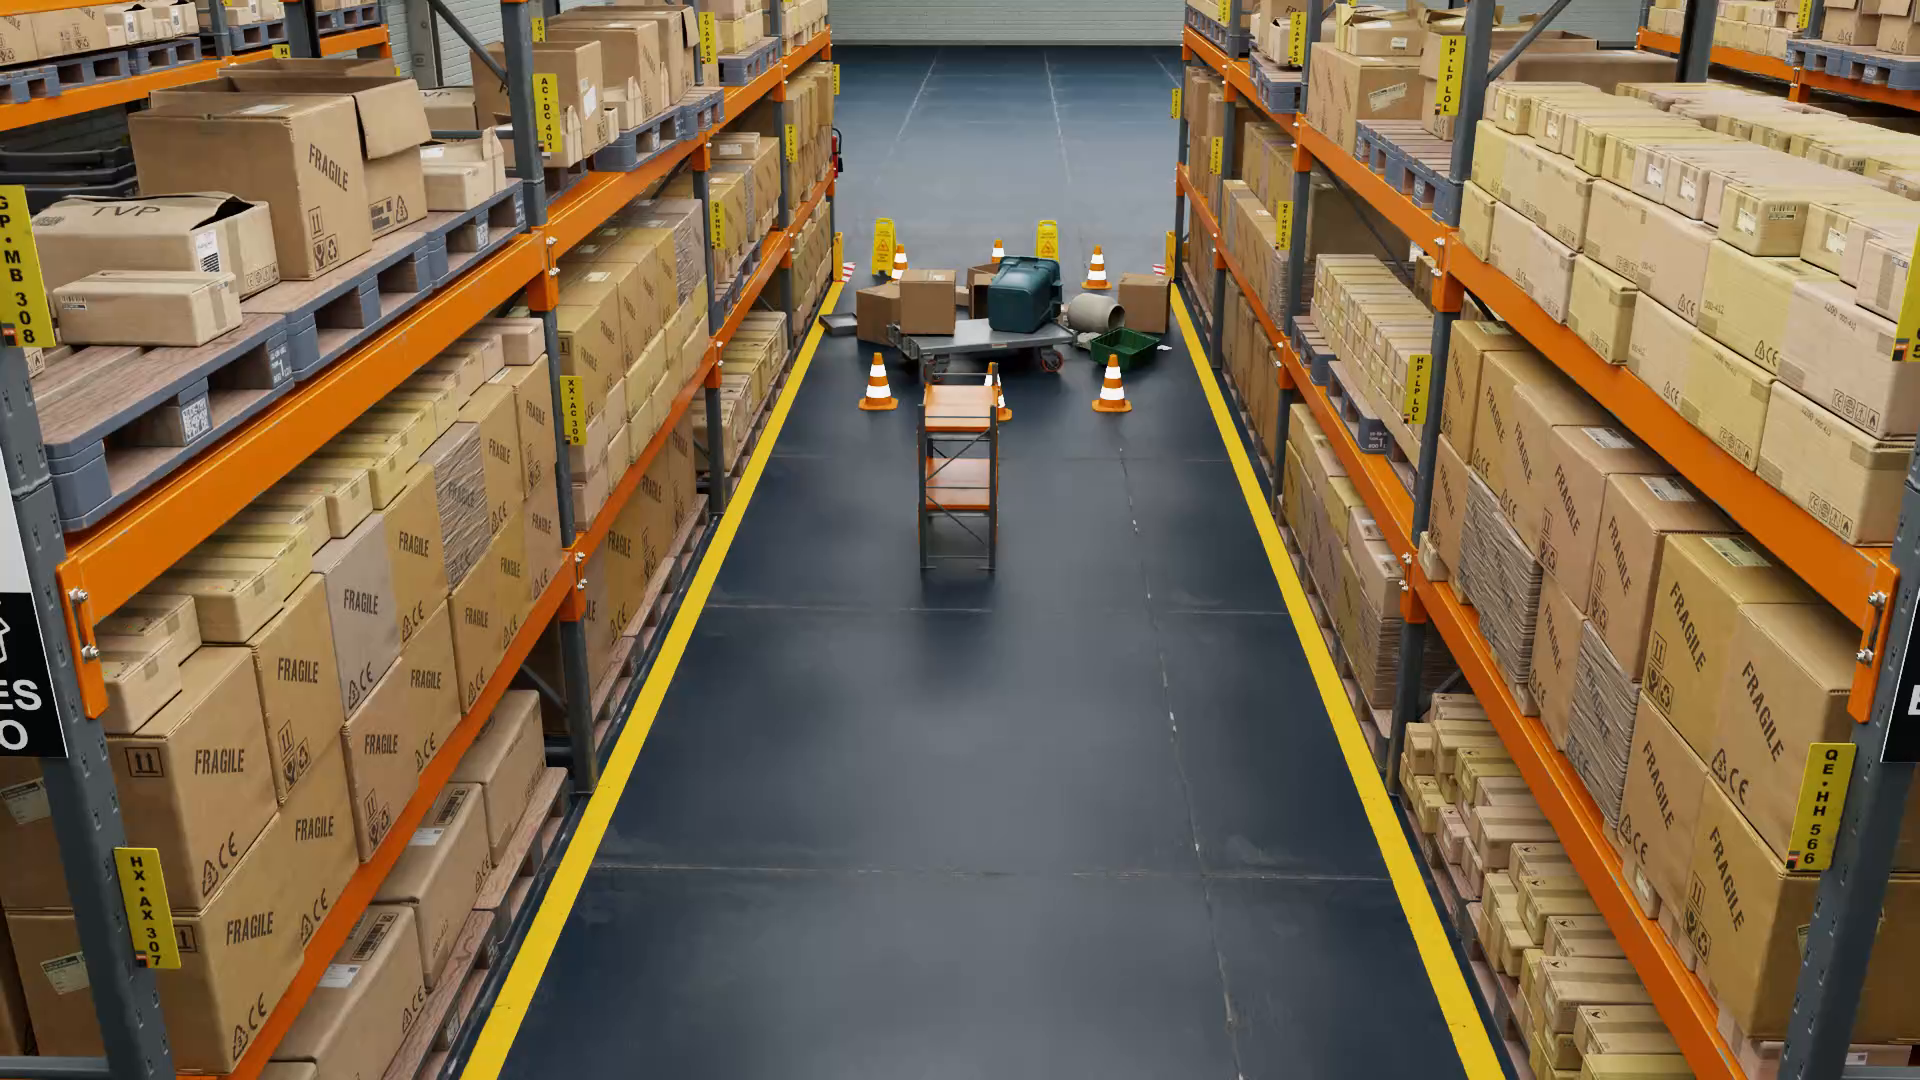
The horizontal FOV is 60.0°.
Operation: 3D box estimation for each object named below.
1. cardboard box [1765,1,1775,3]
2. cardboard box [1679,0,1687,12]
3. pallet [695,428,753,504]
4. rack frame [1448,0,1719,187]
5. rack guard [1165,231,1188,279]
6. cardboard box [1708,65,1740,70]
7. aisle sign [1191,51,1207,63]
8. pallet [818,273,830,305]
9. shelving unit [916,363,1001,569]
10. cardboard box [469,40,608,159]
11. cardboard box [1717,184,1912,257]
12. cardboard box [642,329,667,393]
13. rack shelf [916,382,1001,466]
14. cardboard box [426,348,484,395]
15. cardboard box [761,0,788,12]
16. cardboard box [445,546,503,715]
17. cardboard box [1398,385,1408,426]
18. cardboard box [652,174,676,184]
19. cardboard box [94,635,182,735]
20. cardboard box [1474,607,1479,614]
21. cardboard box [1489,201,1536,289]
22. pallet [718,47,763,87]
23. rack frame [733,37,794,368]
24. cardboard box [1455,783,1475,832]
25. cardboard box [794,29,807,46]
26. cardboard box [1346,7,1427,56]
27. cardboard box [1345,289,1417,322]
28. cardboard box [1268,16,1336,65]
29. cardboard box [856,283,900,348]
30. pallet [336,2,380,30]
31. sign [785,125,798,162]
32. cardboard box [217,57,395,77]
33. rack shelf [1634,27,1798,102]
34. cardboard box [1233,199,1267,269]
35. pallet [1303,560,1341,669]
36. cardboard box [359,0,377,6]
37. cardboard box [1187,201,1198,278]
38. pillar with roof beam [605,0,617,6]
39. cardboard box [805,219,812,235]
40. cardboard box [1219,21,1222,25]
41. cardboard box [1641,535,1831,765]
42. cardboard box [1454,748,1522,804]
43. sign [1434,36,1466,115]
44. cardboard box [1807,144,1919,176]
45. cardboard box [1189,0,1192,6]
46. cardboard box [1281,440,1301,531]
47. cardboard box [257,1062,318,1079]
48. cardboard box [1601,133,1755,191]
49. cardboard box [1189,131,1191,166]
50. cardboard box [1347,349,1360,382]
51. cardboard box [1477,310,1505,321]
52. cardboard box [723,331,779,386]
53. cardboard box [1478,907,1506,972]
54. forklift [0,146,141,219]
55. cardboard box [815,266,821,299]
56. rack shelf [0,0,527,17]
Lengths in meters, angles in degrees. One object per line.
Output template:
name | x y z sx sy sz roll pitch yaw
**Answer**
cardboard box | 8.152 -5.227 16.364 0.380 0.149 0.250 0 21 -1
cardboard box | 7.642 -5.520 17.119 0.380 0.149 0.250 1 21 4
pallet | -2.174 -0.585 12.745 1.003 0.211 1.213 1 21 2
rack frame | 2.630 -2.935 6.653 1.000 3.000 0.127 1 21 2
rack guard | 2.996 -3.320 19.395 1.175 0.500 0.348 1 21 2
cardboard box | 8.180 -4.836 17.913 0.500 0.500 0.500 1 21 2
aisle sign | 2.698 -5.718 18.525 0.394 0.787 0.004 1 21 2
pallet | -2.018 -2.874 18.644 1.003 0.211 1.213 1 21 2
shelving unit | 0.000 -0.522 11.319 0.538 1.125 1.048 1 21 2
cardboard box | -2.004 -2.112 7.961 0.500 0.500 0.500 0 21 1
cardboard box | 2.237 -0.840 4.367 0.380 0.149 0.250 1 21 2
cardboard box | -1.982 -1.029 9.551 0.500 0.250 0.500 0 21 0
rack shelf | 0.000 -0.795 11.213 0.538 0.278 1.000 1 21 2
cardboard box | -2.146 -0.672 6.698 0.380 0.149 0.250 1 21 2
cardboard box | -1.741 -4.812 14.882 0.380 0.149 0.250 0 21 1
cardboard box | -2.090 0.336 6.379 0.500 0.500 0.500 0 21 1
cardboard box | 2.462 -0.686 8.507 0.380 0.149 0.250 2 21 4
cardboard box | -2.444 -2.520 12.748 0.500 0.500 0.500 -1 21 -2
cardboard box | -2.155 0.350 4.064 0.380 0.149 0.250 1 21 3
cardboard box | 2.405 0.269 7.036 0.380 0.149 0.250 0 21 -1
cardboard box | 2.346 -1.121 6.332 0.500 0.250 0.500 0 21 1
pallet | -2.231 -3.762 13.192 1.213 0.211 1.003 1 21 2
rack frame | -2.077 -3.049 15.239 1.000 3.000 0.127 1 21 2
cardboard box | 2.410 1.165 7.329 0.380 0.149 0.250 1 21 1
cardboard box | -1.696 -4.905 16.225 0.380 0.149 0.250 0 21 1
cardboard box | 2.480 -2.964 9.678 0.396 0.266 0.258 1 21 2
cardboard box | 2.512 -1.396 9.925 0.380 0.149 0.250 2 21 4
cardboard box | 2.484 -3.565 11.828 0.500 0.311 0.500 1 21 2
cardboard box | -0.685 -2.257 16.651 0.500 0.500 0.500 18 27 38
pallet | -6.964 -5.650 17.919 1.003 0.211 1.213 1 21 2
sign | -1.522 -3.584 15.018 0.100 0.325 0.005 1 21 2
cardboard box | -2.548 -1.633 6.588 0.500 0.500 0.500 1 21 3
rack shelf | 7.889 -4.726 16.410 1.077 0.370 4.000 1 21 2
cardboard box | 2.556 -2.527 13.756 0.500 0.500 0.500 1 21 1
pallet | 2.687 0.438 10.108 1.003 0.211 1.213 1 21 2
cardboard box | -6.687 -6.073 18.030 0.500 0.500 0.500 1 21 3
cardboard box | 3.041 -3.436 18.595 0.875 0.875 0.875 1 21 2
pillar with roof beam | -2.989 -13.564 34.047 9.100 9.000 0.400 1 21 2
cardboard box | -1.707 -3.153 16.795 0.380 0.149 0.250 2 21 5
cardboard box | 2.573 -4.781 15.185 0.380 0.149 0.250 1 21 3
cardboard box | 2.289 0.305 4.664 0.500 0.500 0.500 0 21 0
cardboard box | 2.387 1.031 7.263 0.380 0.149 0.250 0 21 1
sign | 2.075 -1.966 7.043 0.100 0.325 0.005 1 21 2
cardboard box | 2.823 -1.115 5.075 0.380 0.149 0.250 1 21 3
cardboard box | 2.657 -5.788 17.781 0.380 0.149 0.250 1 21 2
cardboard box | 2.475 -0.362 11.190 0.500 0.500 0.500 0 21 -1
cardboard box | -2.522 2.049 5.063 0.875 0.438 0.875 0 21 0
cardboard box | 2.297 -1.214 5.328 0.380 0.149 0.250 0 21 0
cardboard box | 3.029 -4.412 18.546 0.875 0.550 0.550 1 21 2
cardboard box | 2.498 -1.024 9.788 0.380 0.149 0.250 1 21 2
cardboard box | 3.145 -1.197 9.411 0.380 0.149 0.250 1 21 3
cardboard box | -2.109 -1.570 14.480 0.950 0.372 0.625 2 21 5
cardboard box | 2.299 1.593 6.638 0.380 0.149 0.250 0 21 0
forklift | -4.740 -0.832 9.622 1.130 2.935 3.031 0 21 1
cardboard box | -1.745 -2.737 17.657 0.500 0.250 0.500 0 21 0
rack shelf | -2.381 -1.708 5.038 1.077 0.370 4.000 1 21 2
